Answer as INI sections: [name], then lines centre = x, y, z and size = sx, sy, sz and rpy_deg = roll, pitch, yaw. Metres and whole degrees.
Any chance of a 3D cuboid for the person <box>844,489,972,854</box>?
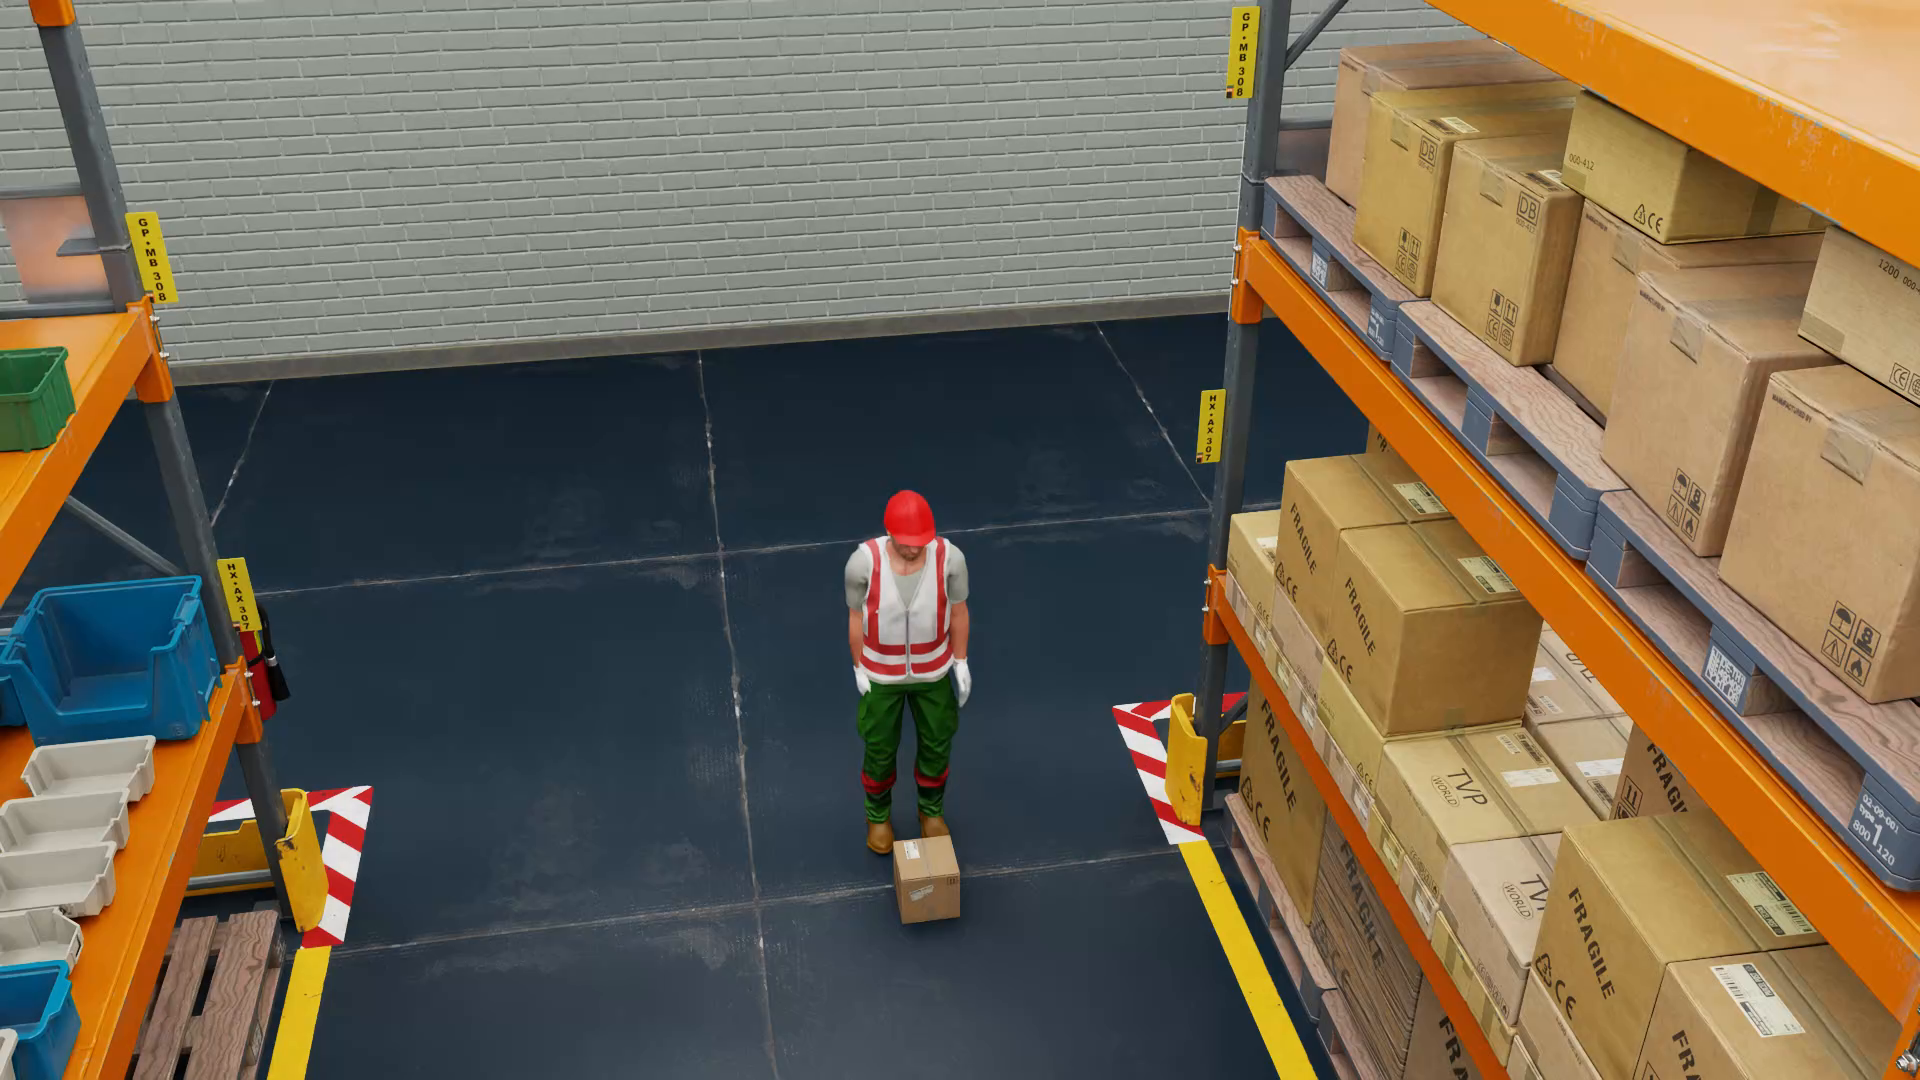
[person]
centre = -0.215, 0.567, 7.163
size = 0.529, 1.775, 0.361
rpy_deg = -5, 31, -8
